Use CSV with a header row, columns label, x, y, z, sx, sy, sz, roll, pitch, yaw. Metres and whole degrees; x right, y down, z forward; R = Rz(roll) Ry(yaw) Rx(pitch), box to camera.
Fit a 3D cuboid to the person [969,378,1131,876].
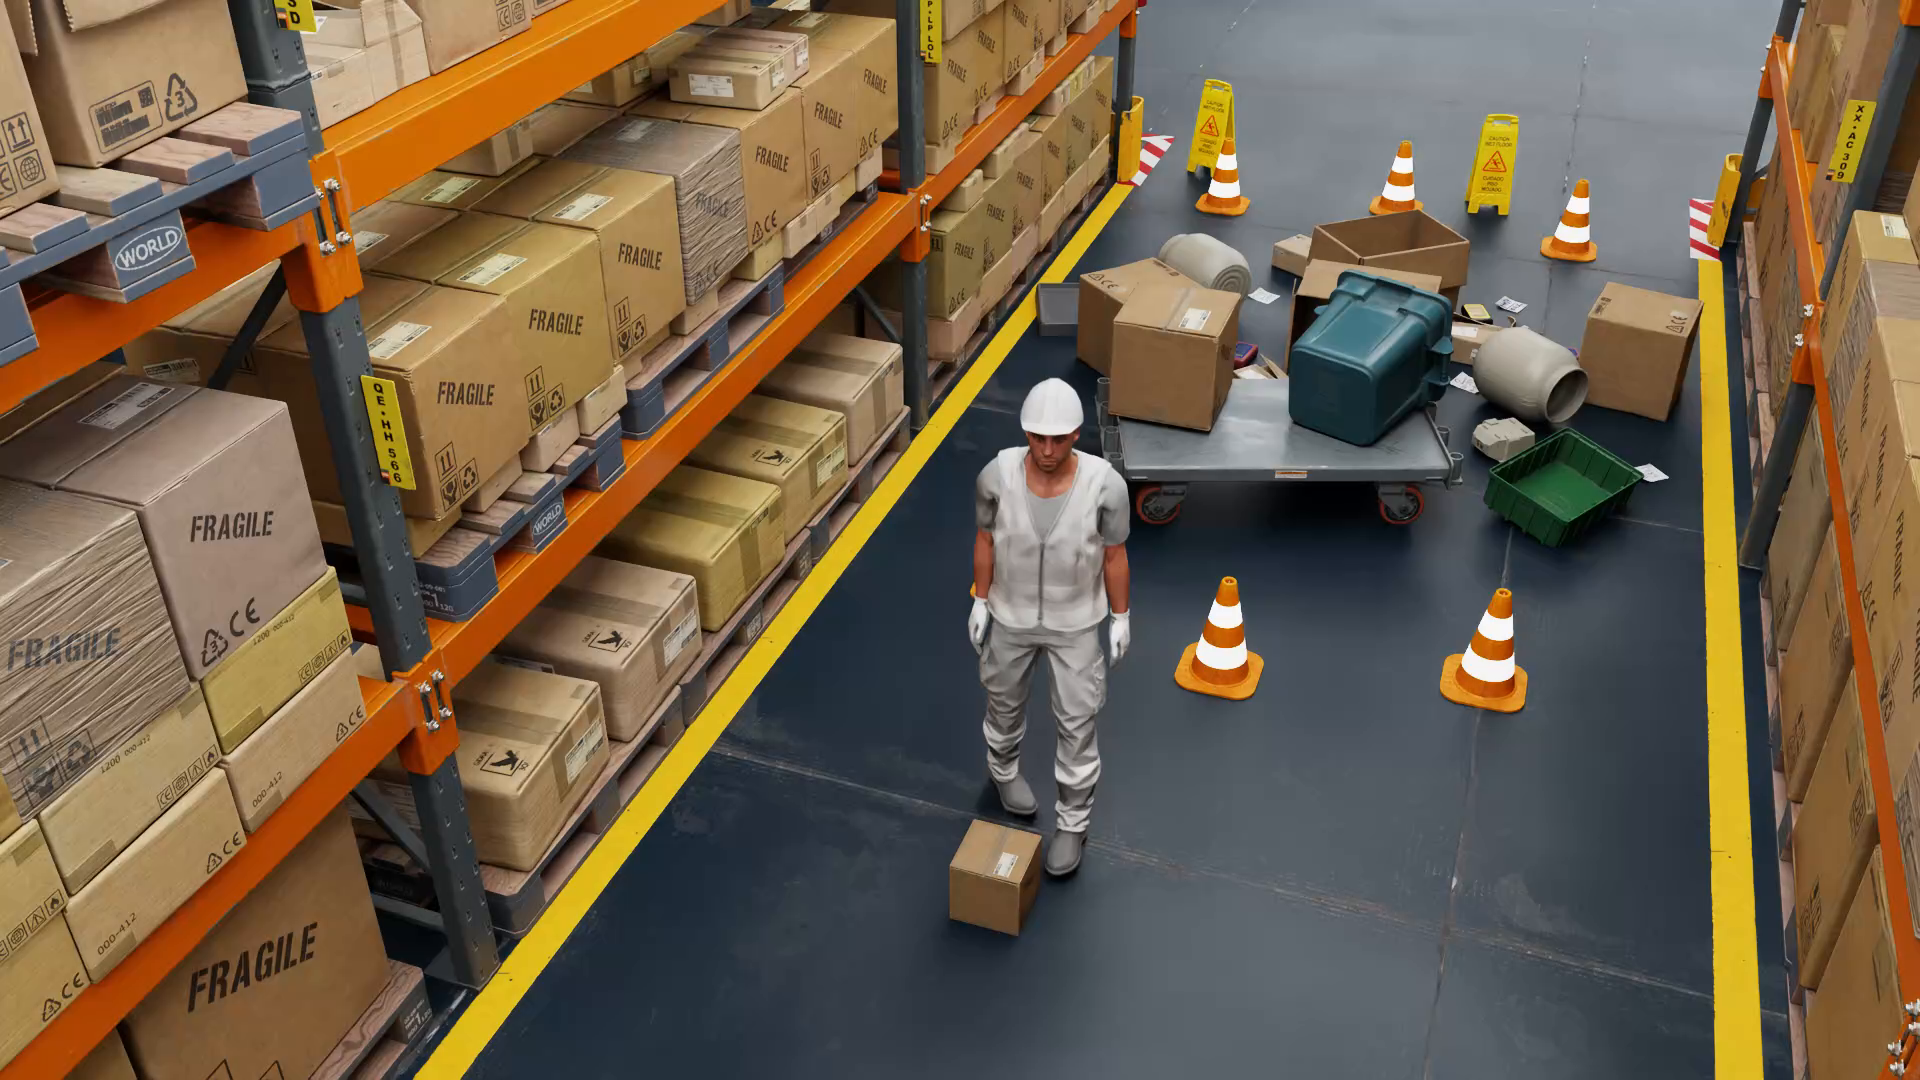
label,x,y,z,sx,sy,sz,roll,pitch,yaw
person,0.292,0.305,5.642,0.564,1.792,0.569,6,33,9
